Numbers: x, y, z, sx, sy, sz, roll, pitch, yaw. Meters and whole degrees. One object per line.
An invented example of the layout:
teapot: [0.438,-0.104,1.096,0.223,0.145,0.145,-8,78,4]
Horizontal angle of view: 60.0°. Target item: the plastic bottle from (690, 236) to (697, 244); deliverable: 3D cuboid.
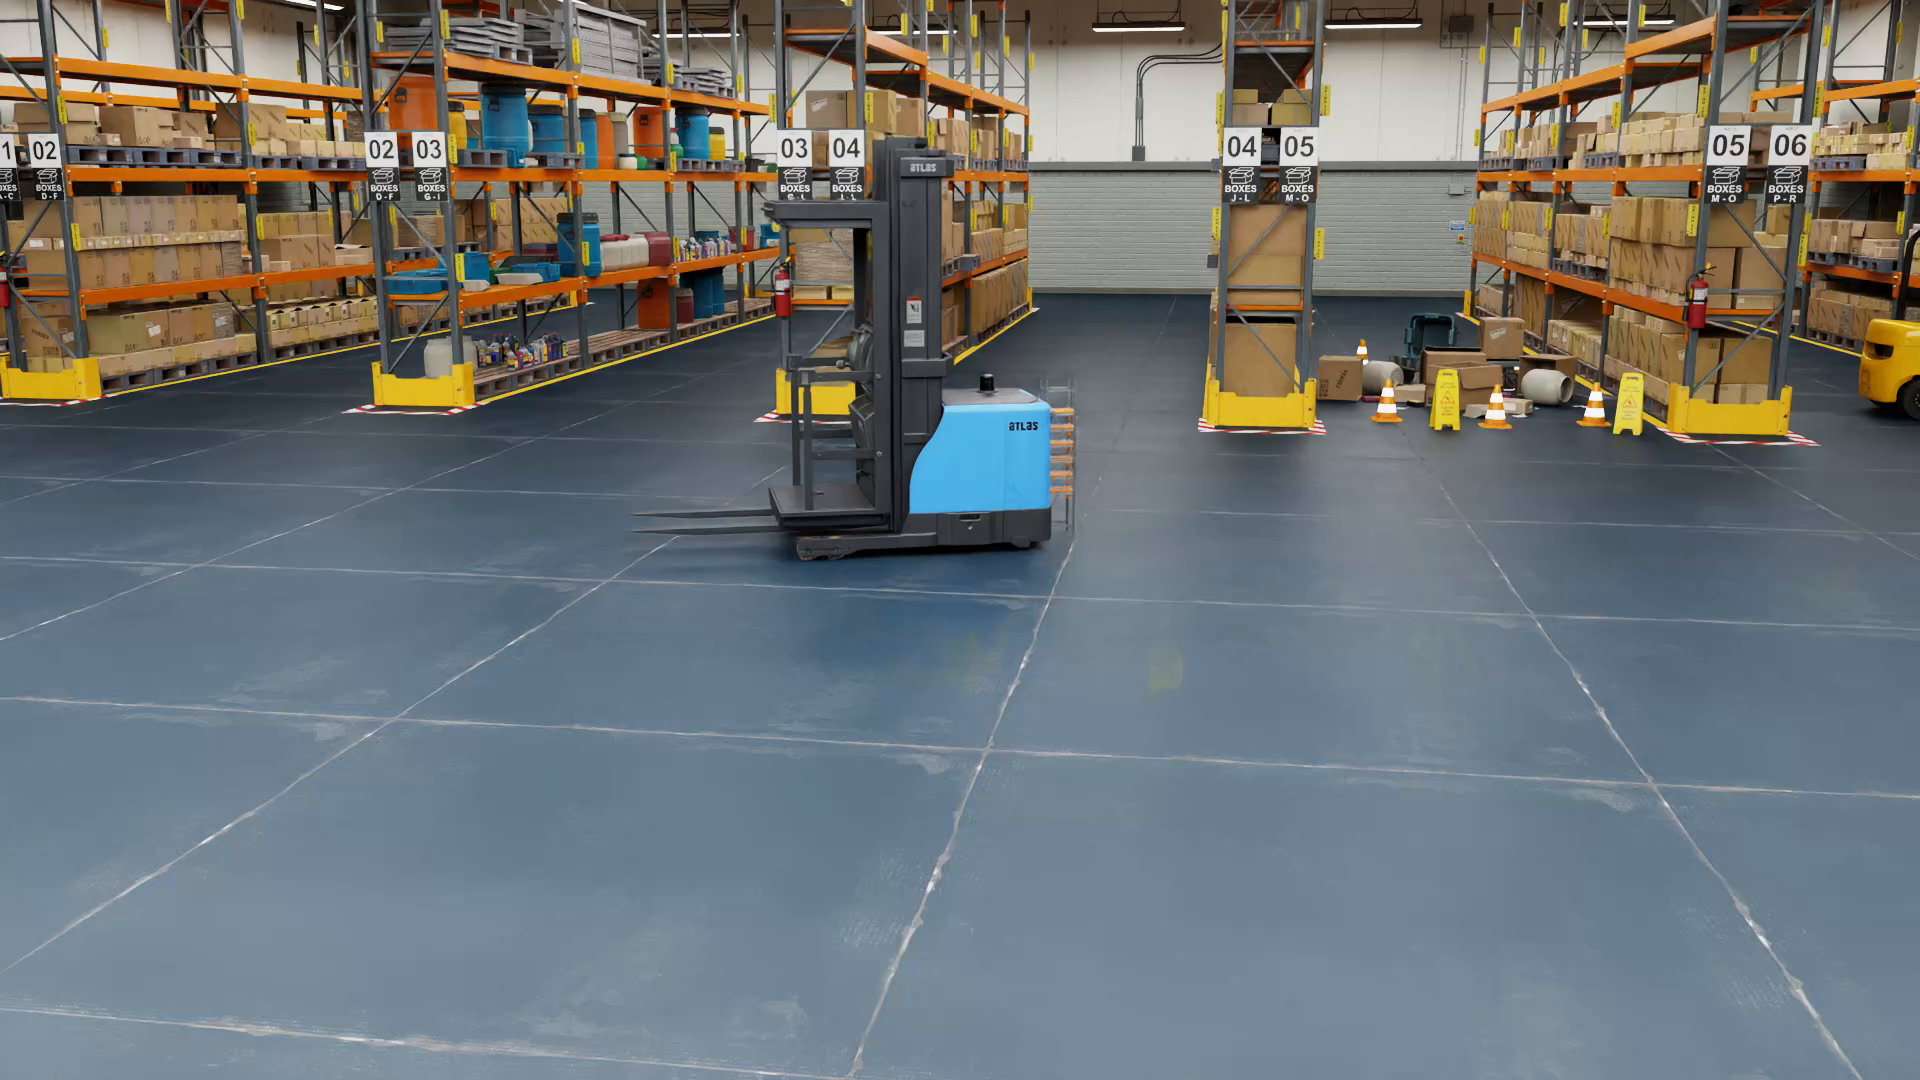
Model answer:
plastic bottle: [-4.982,-5.501,31.014,0.144,0.351,0.185,2,12,9]

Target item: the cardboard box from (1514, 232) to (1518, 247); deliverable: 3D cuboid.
cardboard box: [9.686,-5.093,28.177,0.500,0.250,0.500,2,12,10]

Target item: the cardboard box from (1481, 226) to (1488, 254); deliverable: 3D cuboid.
cardboard box: [10.196,-5.694,31.556,0.500,0.500,0.500,2,12,8]

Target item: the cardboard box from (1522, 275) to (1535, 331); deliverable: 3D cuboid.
cardboard box: [9.937,-3.961,27.799,0.875,0.875,0.875,2,12,10]

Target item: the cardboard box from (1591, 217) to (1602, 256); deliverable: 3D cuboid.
cardboard box: [8.773,-4.055,22.251,0.500,0.500,0.500,2,12,9]

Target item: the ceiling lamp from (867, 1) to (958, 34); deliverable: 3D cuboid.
ceiling lamp: [-1.085,-12.692,36.170,2.000,3.185,0.800,2,12,9]

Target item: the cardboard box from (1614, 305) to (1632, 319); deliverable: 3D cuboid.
cardboard box: [8.418,-2.856,20.834,0.380,0.149,0.250,2,12,9]

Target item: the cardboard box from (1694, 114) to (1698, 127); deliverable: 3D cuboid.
cardboard box: [8.077,-4.482,17.754,0.380,0.149,0.250,2,12,10]

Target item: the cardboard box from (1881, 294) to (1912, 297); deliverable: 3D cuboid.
cardboard box: [14.992,-3.846,26.617,0.380,0.149,0.250,1,12,6]

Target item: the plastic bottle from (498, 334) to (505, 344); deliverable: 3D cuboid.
plastic bottle: [-6.366,-2.696,23.127,0.144,0.351,0.185,2,12,10]

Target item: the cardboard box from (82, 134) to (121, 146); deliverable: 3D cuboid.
cardboard box: [-10.986,-5.116,21.258,0.380,0.149,0.250,2,12,9]

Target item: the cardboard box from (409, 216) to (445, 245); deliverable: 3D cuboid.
cardboard box: [-9.706,-5.641,30.317,0.700,0.500,0.500,-1,12,-6]

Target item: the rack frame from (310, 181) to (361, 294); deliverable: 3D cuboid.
rack frame: [-13.776,-6.750,36.692,1.000,3.000,0.127,2,12,9]

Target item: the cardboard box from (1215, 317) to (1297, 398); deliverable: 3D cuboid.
cardboard box: [3.371,-2.066,19.004,0.875,0.875,0.875,2,12,9]

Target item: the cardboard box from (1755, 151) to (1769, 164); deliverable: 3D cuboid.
cardboard box: [8.611,-4.018,17.495,0.380,0.149,0.250,2,12,9]

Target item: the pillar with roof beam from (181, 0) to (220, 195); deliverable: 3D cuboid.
pillar with roof beam: [-10.884,-8.884,32.355,9.100,9.000,0.548,2,12,9]

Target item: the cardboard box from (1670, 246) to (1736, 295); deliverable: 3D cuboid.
cardboard box: [8.050,-2.932,18.037,0.500,0.500,0.500,2,12,8]

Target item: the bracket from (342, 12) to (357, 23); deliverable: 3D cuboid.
bracket: [-13.928,-11.934,37.965,0.235,0.232,0.430,2,12,9]

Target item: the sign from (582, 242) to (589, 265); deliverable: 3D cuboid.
sign: [-5.290,-4.046,23.489,0.100,0.325,0.005,2,12,9]

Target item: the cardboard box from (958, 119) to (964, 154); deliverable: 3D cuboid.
cardboard box: [-0.217,-6.148,25.356,0.500,0.500,0.500,2,12,9]

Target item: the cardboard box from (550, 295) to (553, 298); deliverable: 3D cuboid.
cardboard box: [-8.872,-5.217,35.263,0.380,0.166,0.250,2,12,9]

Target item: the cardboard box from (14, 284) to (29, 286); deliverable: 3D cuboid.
cardboard box: [-15.289,-4.068,27.361,0.500,0.250,0.500,2,12,8]

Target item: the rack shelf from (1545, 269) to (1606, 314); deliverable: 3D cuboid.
rack shelf: [9.162,-3.514,23.385,1.077,0.370,4.000,2,12,9]

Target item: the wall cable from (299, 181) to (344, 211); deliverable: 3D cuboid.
wall cable: [-14.513,-7.543,37.964,0.084,1.984,1.851,2,12,9]

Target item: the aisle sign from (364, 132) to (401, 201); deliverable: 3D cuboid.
aisle sign: [-6.752,-4.363,19.449,0.394,0.787,0.004,2,12,9]

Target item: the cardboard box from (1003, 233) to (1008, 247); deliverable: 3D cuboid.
cardboard box: [0.623,-5.597,30.993,0.500,0.250,0.500,2,12,8]

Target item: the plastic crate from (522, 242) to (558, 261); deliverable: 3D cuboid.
plastic crate: [-6.060,-4.072,24.119,0.402,0.464,0.583,2,12,9]

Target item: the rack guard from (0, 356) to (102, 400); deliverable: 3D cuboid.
rack guard: [-11.345,-2.032,20.736,1.175,0.500,0.348,2,12,9]

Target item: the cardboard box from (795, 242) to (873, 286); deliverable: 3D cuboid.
cardboard box: [-1.441,-3.245,19.488,0.875,0.500,0.500,2,12,9]

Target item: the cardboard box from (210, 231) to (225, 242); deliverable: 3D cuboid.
cardboard box: [-10.634,-4.288,23.494,0.380,0.149,0.250,2,12,7]

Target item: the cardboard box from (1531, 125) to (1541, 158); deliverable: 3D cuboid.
cardboard box: [9.454,-6.378,26.616,0.500,0.500,0.500,2,12,9]

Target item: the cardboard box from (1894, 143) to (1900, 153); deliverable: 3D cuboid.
cardboard box: [14.316,-5.898,25.032,0.380,0.149,0.250,2,12,10]

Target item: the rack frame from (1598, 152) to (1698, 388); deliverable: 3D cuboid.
rack frame: [8.854,-3.449,21.377,1.000,3.000,0.127,2,12,9]

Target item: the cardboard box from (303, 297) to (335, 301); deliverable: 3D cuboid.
cardboard box: [-10.554,-3.851,27.440,0.500,0.311,0.500,2,12,7]

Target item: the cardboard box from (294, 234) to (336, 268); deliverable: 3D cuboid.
cardboard box: [-10.353,-4.624,26.590,0.500,0.500,0.500,1,12,6]

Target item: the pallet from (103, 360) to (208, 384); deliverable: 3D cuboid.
pallet: [-11.075,-2.310,22.710,1.003,0.211,1.213,2,12,9]

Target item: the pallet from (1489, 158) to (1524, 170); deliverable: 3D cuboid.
pallet: [10.411,-6.960,30.761,1.003,0.211,1.213,2,12,9]

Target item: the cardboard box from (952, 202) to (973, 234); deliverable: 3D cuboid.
cardboard box: [-0.194,-5.294,27.318,0.797,0.503,0.637,2,12,11]

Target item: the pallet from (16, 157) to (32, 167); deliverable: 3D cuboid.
pallet: [-15.264,-5.967,26.387,1.213,0.211,1.003,2,12,9]

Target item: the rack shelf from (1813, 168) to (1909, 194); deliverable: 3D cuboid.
rack shelf: [14.682,-5.653,26.190,1.077,0.370,4.000,2,12,9]

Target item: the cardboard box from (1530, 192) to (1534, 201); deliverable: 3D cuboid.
cardboard box: [9.965,-6.095,29.504,0.380,0.149,0.250,2,12,10]

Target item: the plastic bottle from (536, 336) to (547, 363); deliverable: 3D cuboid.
plastic bottle: [-5.725,-2.600,22.682,0.144,0.351,0.185,2,12,8]

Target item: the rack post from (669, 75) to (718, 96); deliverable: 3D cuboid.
rack post: [-4.787,-7.859,28.785,0.937,0.300,0.954,3,13,15]

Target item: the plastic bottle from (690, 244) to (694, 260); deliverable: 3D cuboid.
plastic bottle: [-4.659,-4.975,28.765,0.097,0.271,0.097,0,12,0]

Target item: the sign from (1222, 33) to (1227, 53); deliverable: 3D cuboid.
sign: [4.645,-8.703,29.112,0.100,0.325,0.005,2,12,9]

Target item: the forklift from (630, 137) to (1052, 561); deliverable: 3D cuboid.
forklift: [-0.898,-1.407,12.065,3.031,2.935,1.130,-2,12,-10]

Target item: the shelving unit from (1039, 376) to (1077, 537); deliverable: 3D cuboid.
shelving unit: [0.733,-0.624,12.542,0.258,1.200,0.189,-3,12,-12]

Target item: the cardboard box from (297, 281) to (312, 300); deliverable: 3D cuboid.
cardboard box: [-14.013,-5.264,34.735,0.700,0.500,0.500,2,12,10]

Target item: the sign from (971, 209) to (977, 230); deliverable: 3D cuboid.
sign: [0.215,-5.114,26.544,0.100,0.325,0.005,2,12,9]

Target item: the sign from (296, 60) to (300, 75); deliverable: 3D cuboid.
sign: [-14.323,-10.235,36.035,0.100,0.325,0.005,2,12,9]

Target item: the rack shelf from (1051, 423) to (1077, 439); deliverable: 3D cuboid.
rack shelf: [0.733,-0.816,12.501,0.258,0.103,0.180,-3,12,-12]

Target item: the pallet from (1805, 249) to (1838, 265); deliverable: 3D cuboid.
pallet: [14.759,-4.698,27.626,1.003,0.211,1.213,2,12,9]

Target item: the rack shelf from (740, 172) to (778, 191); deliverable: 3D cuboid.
rack shelf: [-4.294,-7.127,33.031,1.077,0.370,4.000,2,12,9]

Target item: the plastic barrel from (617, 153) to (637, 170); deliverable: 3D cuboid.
plastic barrel: [-5.182,-5.890,25.910,0.301,0.262,0.301,0,12,0]

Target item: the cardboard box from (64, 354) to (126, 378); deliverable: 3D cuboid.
cardboard box: [-11.039,-2.225,21.226,0.500,0.250,0.500,2,12,9]

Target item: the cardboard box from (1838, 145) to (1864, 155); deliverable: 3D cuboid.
cardboard box: [14.396,-6.290,26.802,0.380,0.149,0.250,2,12,8]
